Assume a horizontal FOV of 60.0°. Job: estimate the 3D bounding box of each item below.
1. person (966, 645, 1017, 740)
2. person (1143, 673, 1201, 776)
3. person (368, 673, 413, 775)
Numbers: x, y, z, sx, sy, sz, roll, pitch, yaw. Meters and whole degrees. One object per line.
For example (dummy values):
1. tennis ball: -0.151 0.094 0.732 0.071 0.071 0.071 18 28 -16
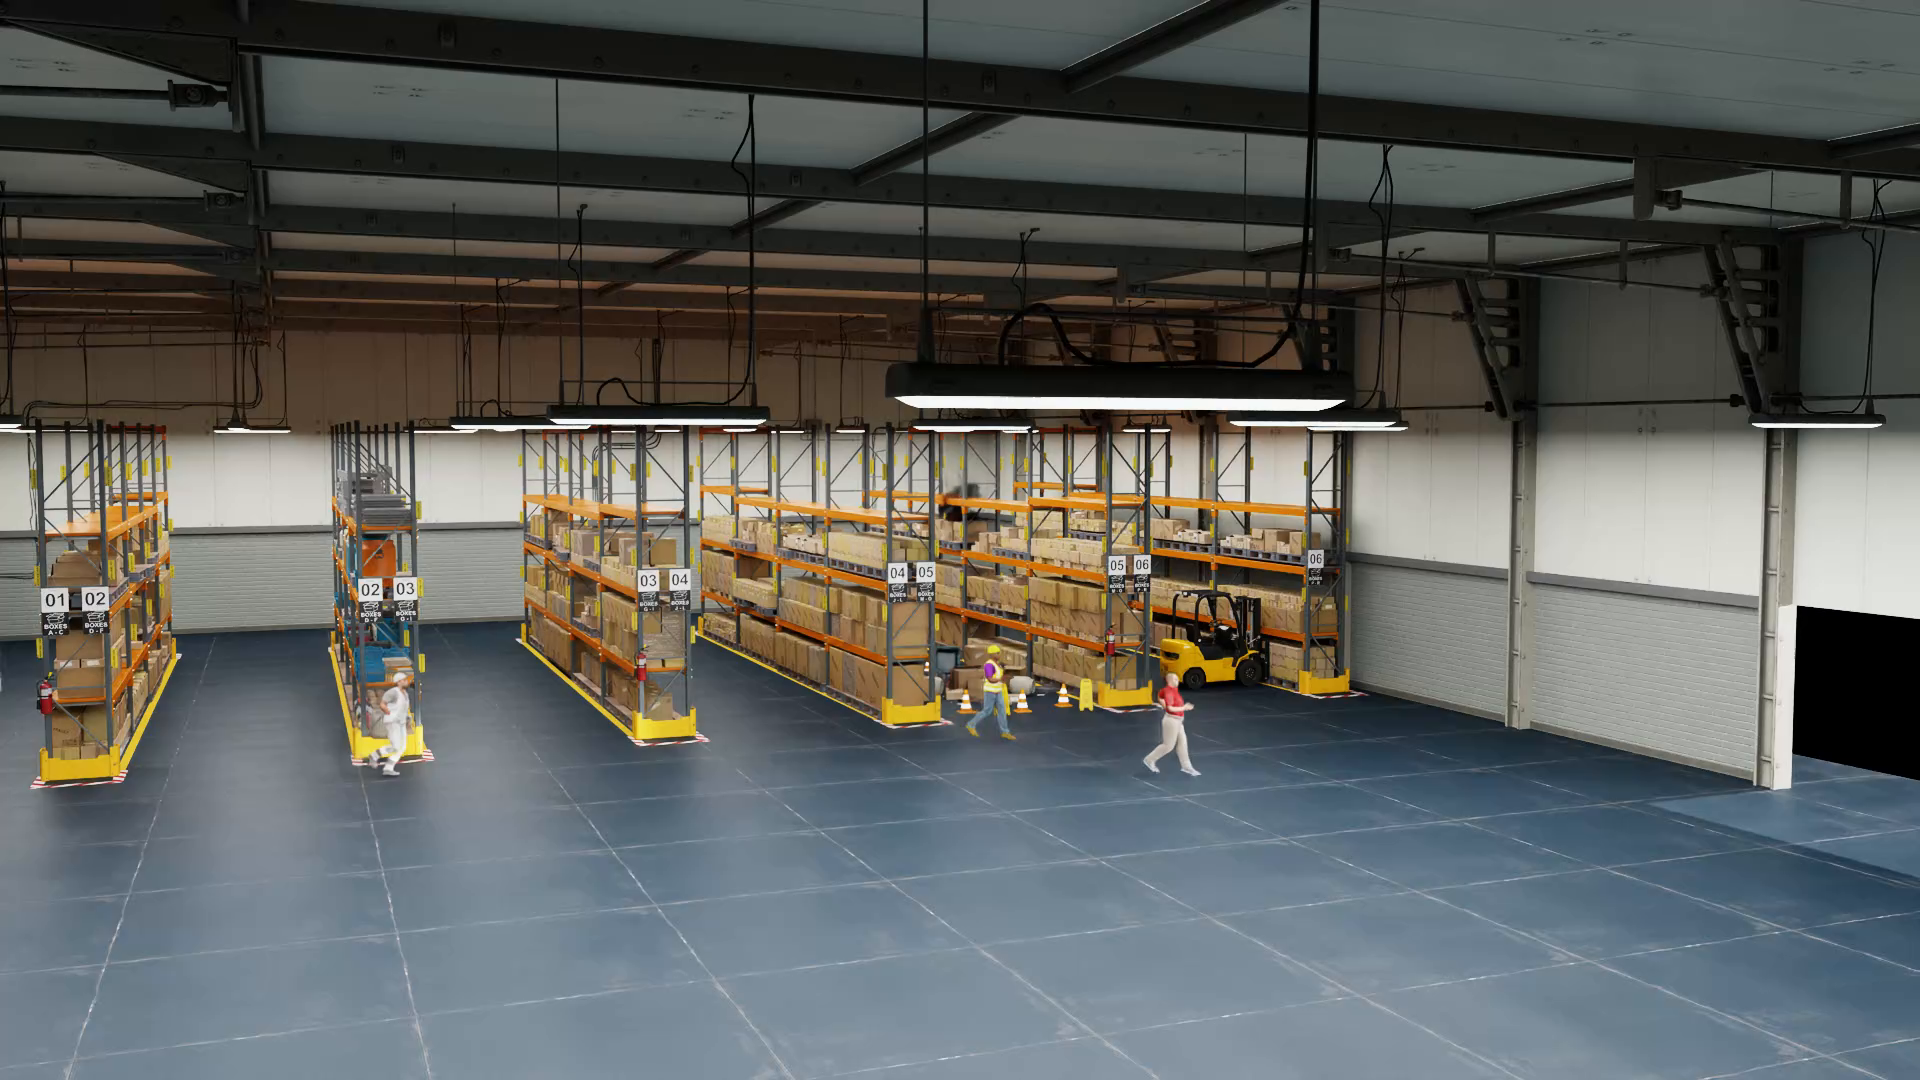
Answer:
1. person: 0.607 2.856 31.209 0.950 1.763 0.695 1 4 20
2. person: 3.557 3.100 27.904 0.966 1.734 0.640 1 4 13
3. person: -9.651 3.109 28.290 0.624 1.692 0.716 1 4 13
